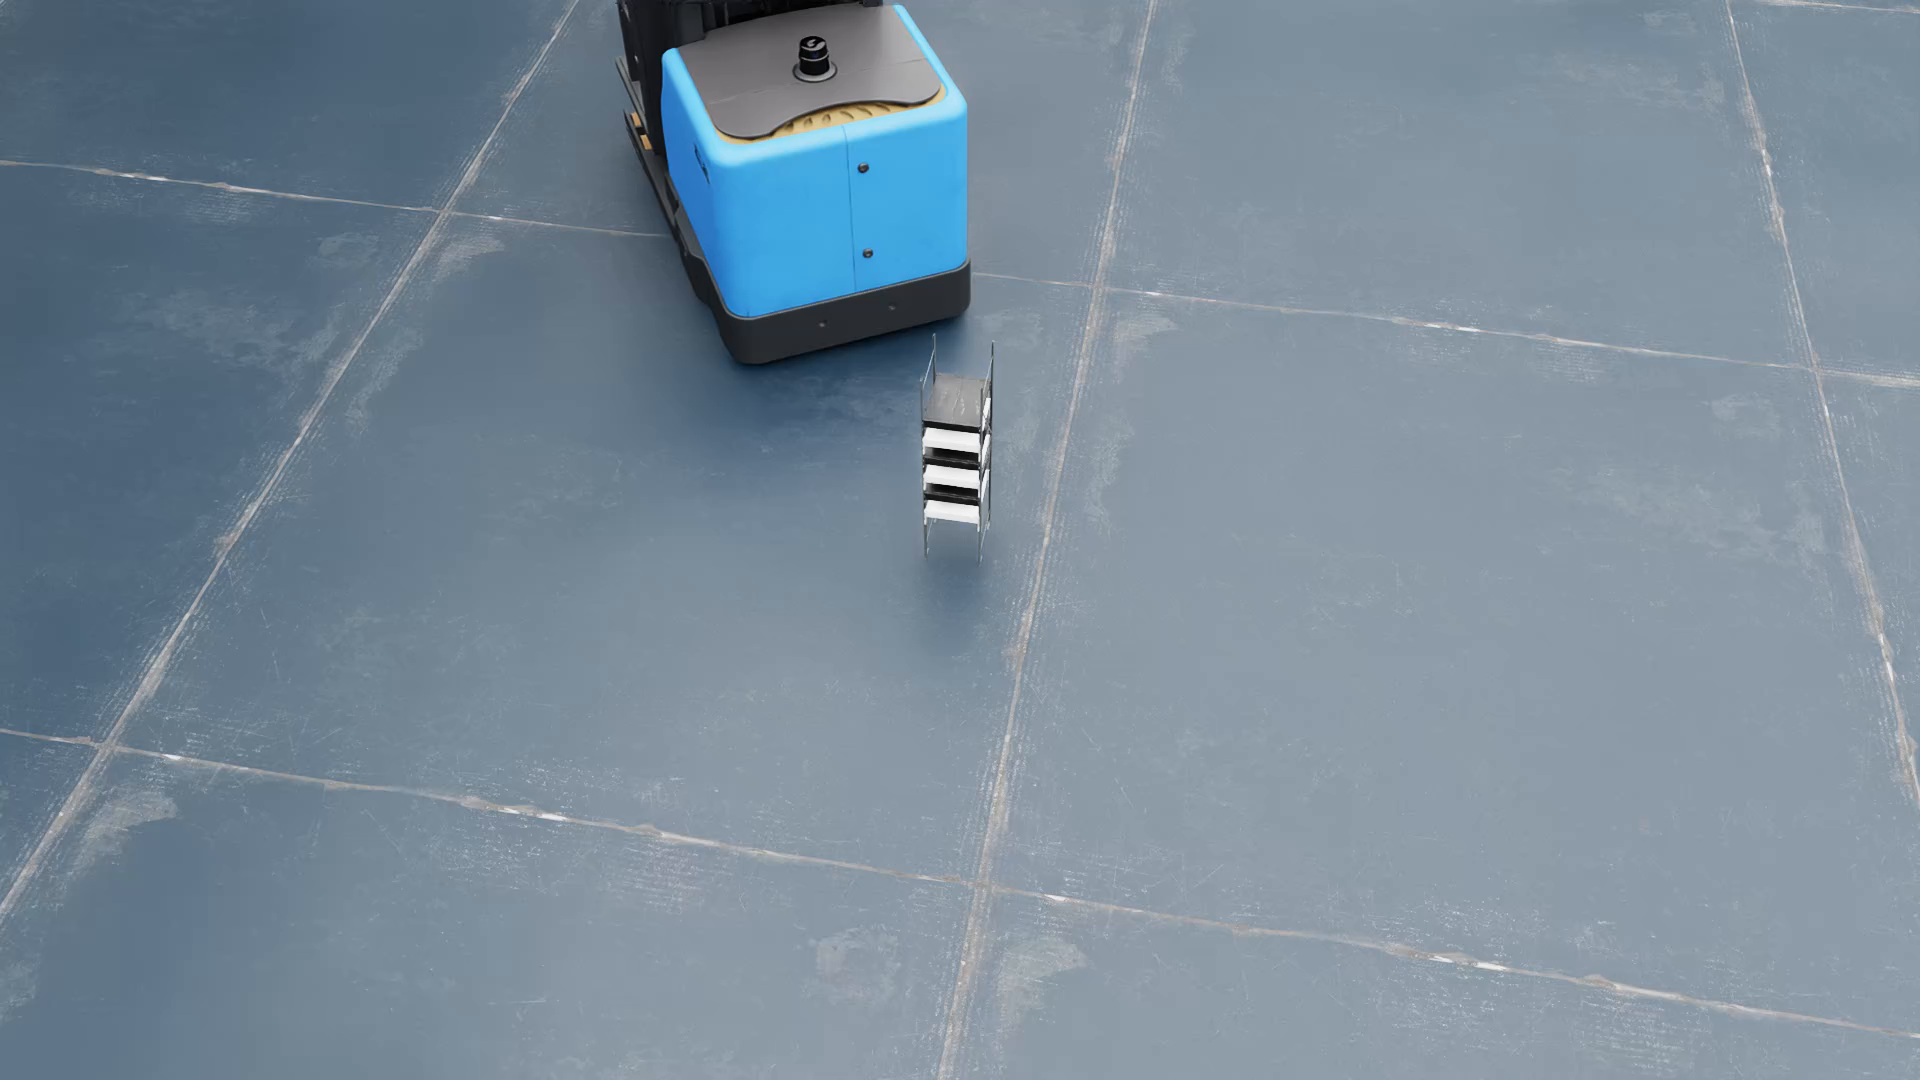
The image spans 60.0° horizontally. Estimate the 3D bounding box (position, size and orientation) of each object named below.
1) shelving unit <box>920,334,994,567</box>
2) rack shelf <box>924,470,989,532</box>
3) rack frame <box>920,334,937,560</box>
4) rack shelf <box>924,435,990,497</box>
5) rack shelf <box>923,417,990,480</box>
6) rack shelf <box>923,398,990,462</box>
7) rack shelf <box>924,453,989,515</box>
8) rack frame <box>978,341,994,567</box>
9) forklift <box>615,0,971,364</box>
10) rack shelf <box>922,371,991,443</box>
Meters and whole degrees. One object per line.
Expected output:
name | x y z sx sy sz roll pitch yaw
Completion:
shelving unit | -0.008 -0.302 5.916 0.210 0.900 0.258 8 49 7
rack shelf | -0.008 -0.159 6.075 0.200 0.077 0.258 8 49 7
rack frame | -0.108 -0.315 5.928 0.006 0.900 0.240 8 49 7
rack shelf | -0.008 -0.280 5.941 0.200 0.077 0.258 8 49 7
rack shelf | -0.008 -0.340 5.874 0.200 0.077 0.258 8 49 7
rack shelf | -0.008 -0.400 5.807 0.200 0.077 0.258 8 49 7
rack shelf | -0.008 -0.219 6.008 0.200 0.077 0.258 8 49 7
rack frame | 0.092 -0.288 5.904 0.006 0.900 0.240 8 49 7
forklift | -0.948 -2.818 6.812 1.130 2.935 3.031 -16 50 -14
rack shelf | -0.008 -0.460 5.740 0.200 0.077 0.258 8 49 7
